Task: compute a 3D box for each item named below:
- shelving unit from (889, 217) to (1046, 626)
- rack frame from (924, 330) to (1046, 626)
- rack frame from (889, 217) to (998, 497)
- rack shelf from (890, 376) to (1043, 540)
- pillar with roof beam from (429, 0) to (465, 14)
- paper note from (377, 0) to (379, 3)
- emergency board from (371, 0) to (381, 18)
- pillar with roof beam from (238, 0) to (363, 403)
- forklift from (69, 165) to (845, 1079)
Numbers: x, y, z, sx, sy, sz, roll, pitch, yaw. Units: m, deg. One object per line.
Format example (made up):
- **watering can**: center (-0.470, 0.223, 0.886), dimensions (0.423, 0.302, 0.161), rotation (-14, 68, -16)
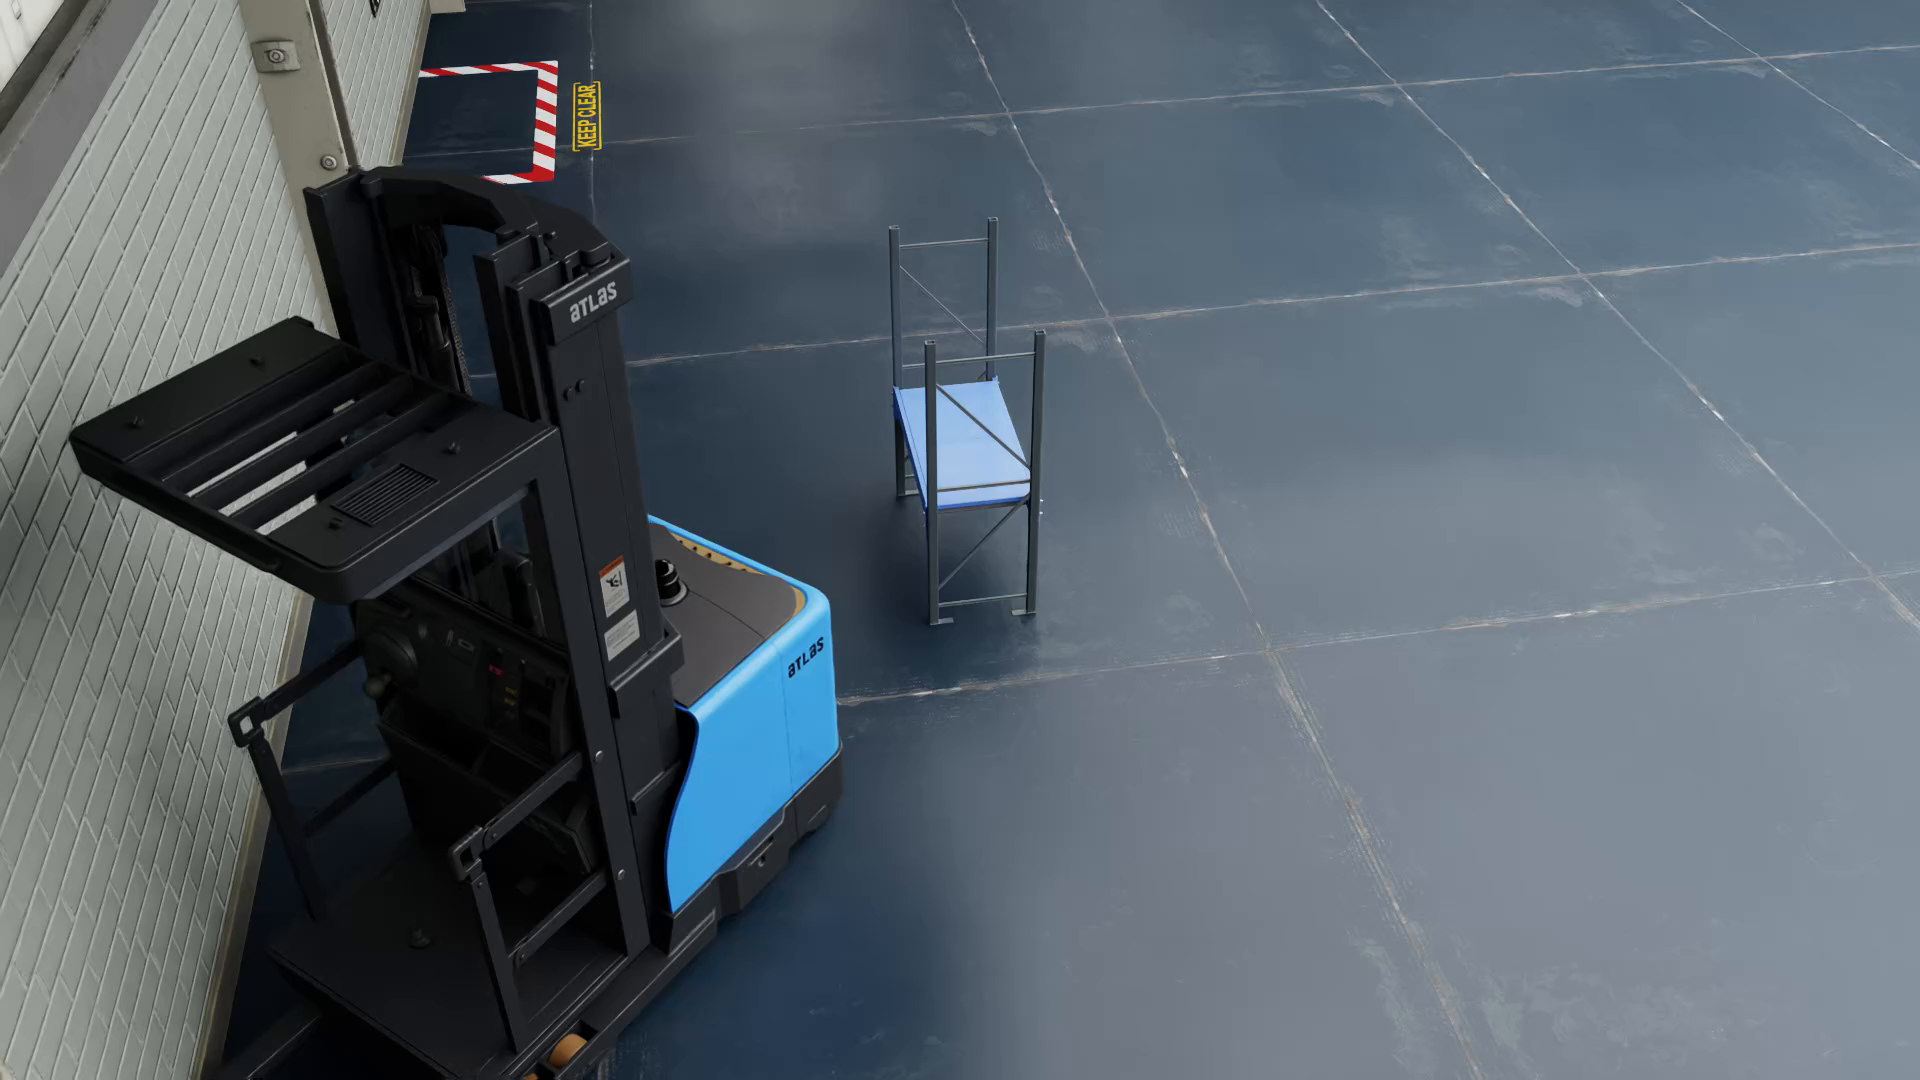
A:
- **shelving unit**: center (0.015, -0.541, 7.623), dimensions (0.538, 1.500, 1.048), rotation (-6, 38, -8)
- **rack frame**: center (0.104, -0.234, 7.228), dimensions (0.500, 1.500, 0.032), rotation (-6, 38, -8)
- **rack frame**: center (-0.074, -0.848, 8.019), dimensions (0.500, 1.500, 0.032), rotation (-6, 38, -8)
- **rack shelf**: center (0.015, -0.399, 7.734), dimensions (0.538, 0.185, 1.000), rotation (-6, 38, -8)
- **pillar with roof beam**: center (-0.054, -8.505, 11.762), dimensions (9.100, 9.000, 0.400), rotation (-6, 38, -8)
- **paper note**: center (-3.934, -3.713, 11.203), dimensions (0.016, 0.148, 0.142), rotation (-6, 38, -8)
- **emergency board**: center (-3.914, -4.168, 11.070), dimensions (0.157, 1.169, 0.626), rotation (-6, 38, -8)
- **pillar with roof beam**: center (0.997, -4.881, 7.097), dimensions (9.100, 9.000, 0.400), rotation (-6, 38, -8)
- **forklift**: center (-1.702, 0.479, 5.144), dimensions (1.130, 2.935, 3.031), rotation (22, 43, 26)
